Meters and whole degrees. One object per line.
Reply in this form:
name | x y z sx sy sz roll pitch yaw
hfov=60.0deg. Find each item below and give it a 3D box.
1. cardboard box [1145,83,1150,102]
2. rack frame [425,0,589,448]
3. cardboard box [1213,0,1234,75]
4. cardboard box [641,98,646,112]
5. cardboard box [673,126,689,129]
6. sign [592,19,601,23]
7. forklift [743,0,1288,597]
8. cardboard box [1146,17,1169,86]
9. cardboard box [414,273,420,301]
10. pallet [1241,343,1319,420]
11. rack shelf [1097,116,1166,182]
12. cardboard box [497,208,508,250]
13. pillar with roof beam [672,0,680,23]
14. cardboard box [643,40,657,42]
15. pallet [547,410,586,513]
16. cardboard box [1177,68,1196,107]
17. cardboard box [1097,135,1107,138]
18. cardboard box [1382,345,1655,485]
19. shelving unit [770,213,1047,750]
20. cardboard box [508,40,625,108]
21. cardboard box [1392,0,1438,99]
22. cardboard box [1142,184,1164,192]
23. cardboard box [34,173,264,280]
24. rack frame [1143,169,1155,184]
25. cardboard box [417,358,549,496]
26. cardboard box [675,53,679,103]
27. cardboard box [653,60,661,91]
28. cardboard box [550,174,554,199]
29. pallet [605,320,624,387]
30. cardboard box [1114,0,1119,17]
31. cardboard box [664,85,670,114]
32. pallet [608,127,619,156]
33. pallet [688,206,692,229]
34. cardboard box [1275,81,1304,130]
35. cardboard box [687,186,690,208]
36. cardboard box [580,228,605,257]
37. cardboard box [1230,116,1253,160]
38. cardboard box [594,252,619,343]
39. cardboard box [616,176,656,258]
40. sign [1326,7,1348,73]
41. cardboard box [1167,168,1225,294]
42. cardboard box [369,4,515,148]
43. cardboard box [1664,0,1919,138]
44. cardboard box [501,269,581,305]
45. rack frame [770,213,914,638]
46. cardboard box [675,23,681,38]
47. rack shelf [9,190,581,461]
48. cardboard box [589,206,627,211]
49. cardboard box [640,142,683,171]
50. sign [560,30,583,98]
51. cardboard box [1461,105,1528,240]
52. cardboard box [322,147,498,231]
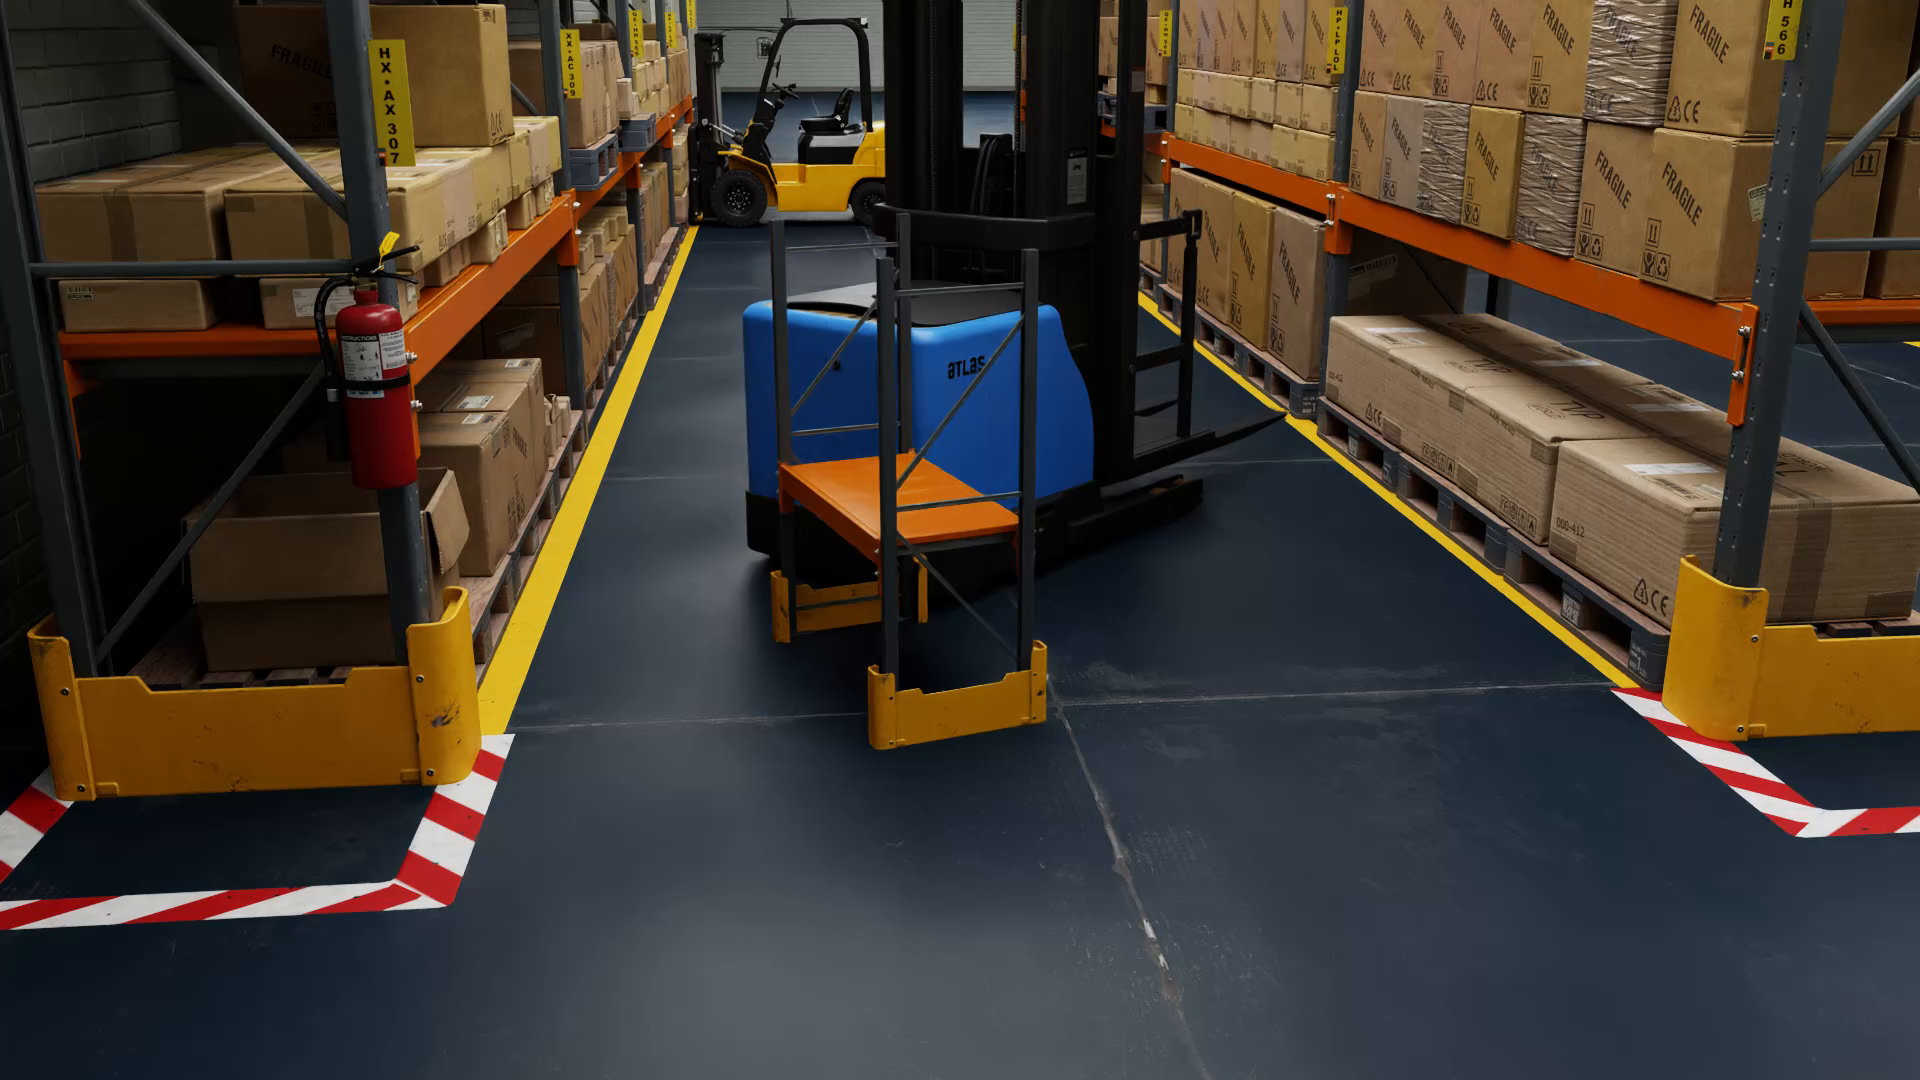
cardboard box | 1.628 -3.584 13.304 0.380 0.149 0.250 -2 18 -6
rack frame | -2.459 -1.916 8.271 1.000 3.000 0.127 -2 18 -6
cardboard box | 1.972 -3.330 10.940 0.500 0.500 0.500 -1 17 -4
cardboard box | -2.721 -3.326 13.012 0.500 0.250 0.500 -2 18 -7
cardboard box | -3.280 -4.577 18.968 0.500 0.250 0.500 -1 17 -5
sign | -4.249 -5.926 19.469 0.100 0.325 0.005 -2 18 -6
forklift | 0.453 -1.554 7.233 1.130 2.935 3.031 14 22 38
cardboard box | 1.742 -3.779 12.841 0.500 0.500 0.500 -2 18 -7
cardboard box | -1.879 -0.785 5.088 0.380 0.149 0.250 -1 17 -4
pallet | 2.324 -0.967 9.906 1.003 0.211 1.213 -2 18 -6
rack shelf | 1.859 -3.514 14.565 1.077 0.370 4.000 -2 18 -6
cardboard box | -1.938 -1.174 6.327 0.380 0.149 0.250 -1 17 -4
pillar with roof beam | -2.714 -15.401 41.211 9.100 9.000 0.400 -2 18 -6
cardboard box | -3.055 -4.759 16.079 0.380 0.149 0.250 -2 18 -7
pallet | -2.389 -0.380 8.037 1.003 0.211 1.213 -2 18 -6
cardboard box | 1.872 -3.270 12.001 0.500 0.250 0.500 -2 18 -6
cardboard box | 1.271 -4.019 17.609 0.500 0.500 0.500 -1 17 -5
cardboard box | 2.529 -0.591 7.628 0.875 0.438 0.875 -2 18 -7
shelving unit | -0.202 -0.249 5.467 0.587 1.500 1.083 -7 19 -22
cardboard box | -2.519 -2.876 10.458 0.797 0.503 0.637 -2 18 -7
cardboard box | 2.332 -2.295 7.643 0.500 0.500 0.500 -2 18 -6
cardboard box | 1.710 -3.244 16.188 0.950 0.372 0.625 -2 17 -5
cardboard box | -2.357 -0.923 4.863 0.500 0.250 0.500 -1 17 -4
rack frame | 1.653 -4.454 16.355 1.000 3.000 0.127 -2 18 -6
cardboard box | -2.171 -0.482 7.177 0.700 0.500 0.500 -2 18 -8
cardboard box | -3.193 -4.793 17.268 0.500 0.500 0.500 -2 18 -6
cardboard box | -2.872 -4.022 14.397 0.500 0.250 0.500 -1 17 -5
cardboard box | -2.174 -1.709 8.031 0.380 0.149 0.250 -2 17 -5
pallet | -2.709 -1.191 10.617 1.003 0.211 1.213 -2 18 -6
cardboard box | 1.564 -4.682 14.634 0.380 0.149 0.250 -1 17 -3
cardboard box | -2.972 -4.086 15.433 0.500 0.250 0.500 -1 17 -4
pallet | -2.666 -2.437 10.251 1.003 0.211 1.213 -2 18 -6
pallet | -3.453 -3.571 18.200 1.003 0.211 1.213 -2 18 -6
cardboard box | 2.132 -2.510 9.579 0.500 0.250 0.500 -1 17 -4
cardboard box | -3.141 -3.645 17.670 0.500 0.250 0.500 -1 17 -5
cardboard box | -2.459 -1.889 10.577 0.380 0.149 0.250 -3 18 -8
cardboard box | 2.039 -2.581 10.640 0.500 0.250 0.500 -2 18 -6
cardboard box | -2.444 -1.536 10.535 0.500 0.500 0.500 -2 18 -8
cardboard box | -3.067 -2.756 14.211 0.875 0.625 0.625 -3 18 -8
sign | 1.940 -2.565 8.539 0.100 0.325 0.005 -2 18 -6
cardboard box | 2.054 -2.240 12.151 0.875 0.875 0.875 -2 18 -6
cardboard box | -1.980 -1.742 6.221 0.500 0.500 0.500 -1 17 -4
cardboard box | 2.604 -1.539 5.236 0.500 0.500 0.500 -1 17 -4
cardboard box | -2.231 -1.348 8.852 0.380 0.149 0.250 -1 17 -3
rack frame | -0.408 -0.391 5.920 0.500 1.500 0.032 -7 19 -22
cardboard box | -3.218 -5.513 17.982 0.380 0.149 0.250 -1 17 -5
rack shelf | -2.252 -0.977 6.481 1.077 0.370 4.000 -2 18 -6
cardboard box | -2.568 -2.285 11.838 0.380 0.149 0.250 -3 18 -8
cardboard box | -3.022 -3.818 16.552 0.500 0.250 0.500 -2 18 -6
sign | -1.920 -2.348 8.202 0.100 0.325 0.005 -2 18 -6
cardboard box | 2.412 -1.518 6.838 0.500 0.500 0.500 -1 17 -4
cardboard box | -1.933 -1.239 5.869 0.500 0.250 0.500 -2 18 -7
